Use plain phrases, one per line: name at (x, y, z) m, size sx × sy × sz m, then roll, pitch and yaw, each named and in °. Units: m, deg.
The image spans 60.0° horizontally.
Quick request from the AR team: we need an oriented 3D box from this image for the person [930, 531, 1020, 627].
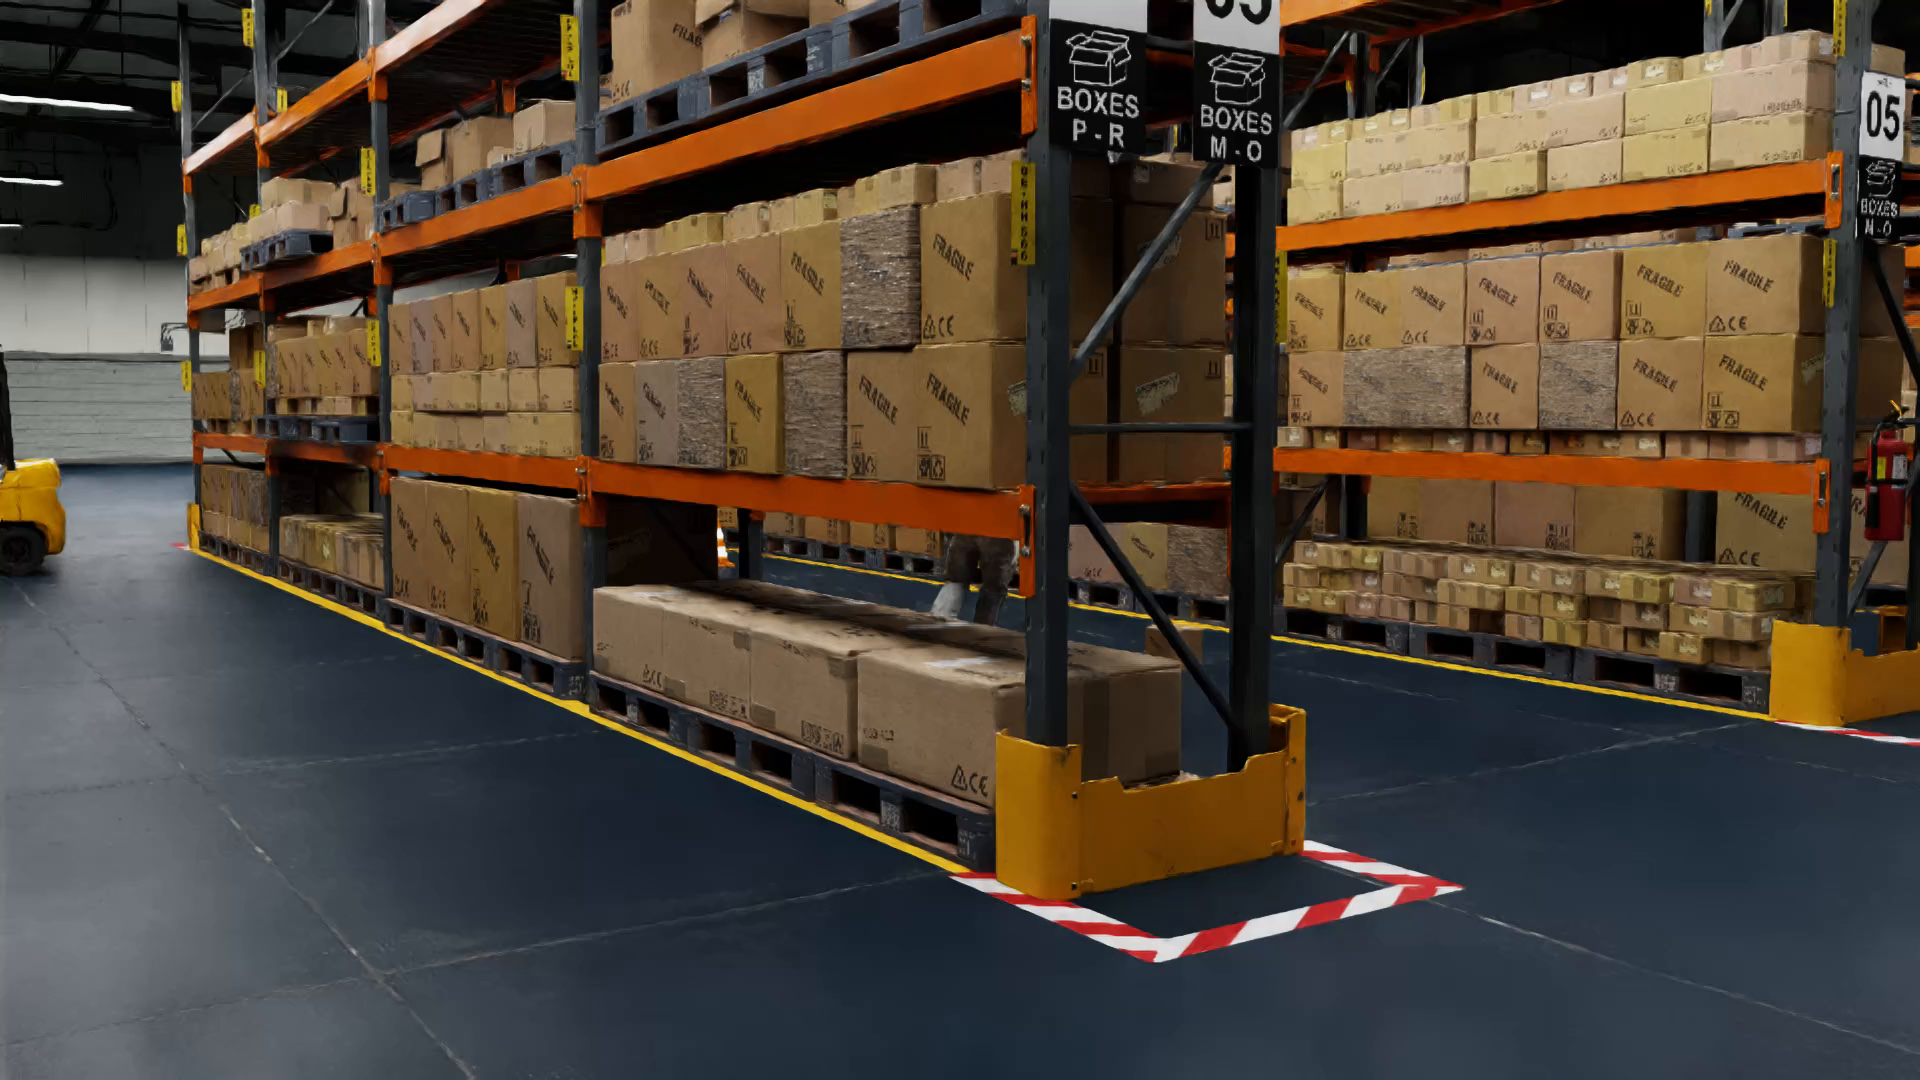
person at (0.141, -0.057, 9.665) m, size 0.618 × 1.731 × 0.775 m, roll 2°, pitch 5°, yaw 28°
